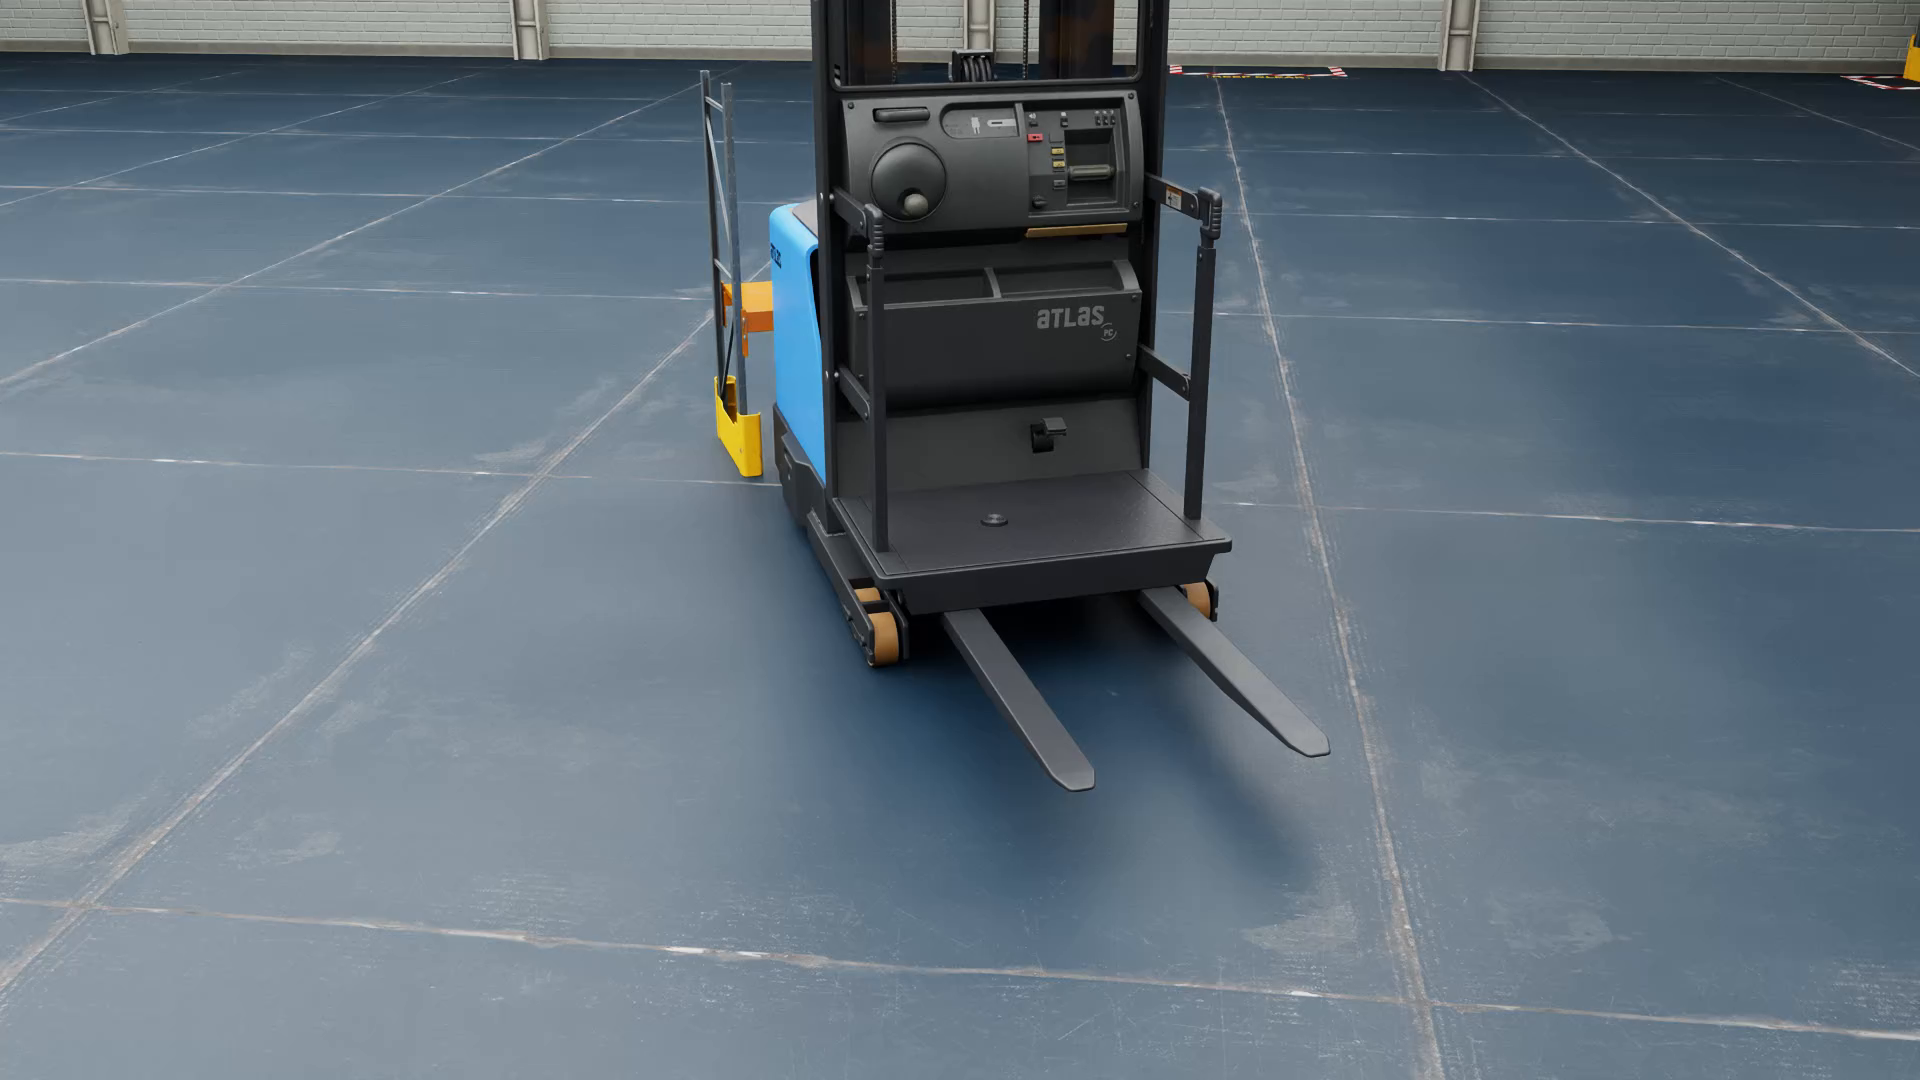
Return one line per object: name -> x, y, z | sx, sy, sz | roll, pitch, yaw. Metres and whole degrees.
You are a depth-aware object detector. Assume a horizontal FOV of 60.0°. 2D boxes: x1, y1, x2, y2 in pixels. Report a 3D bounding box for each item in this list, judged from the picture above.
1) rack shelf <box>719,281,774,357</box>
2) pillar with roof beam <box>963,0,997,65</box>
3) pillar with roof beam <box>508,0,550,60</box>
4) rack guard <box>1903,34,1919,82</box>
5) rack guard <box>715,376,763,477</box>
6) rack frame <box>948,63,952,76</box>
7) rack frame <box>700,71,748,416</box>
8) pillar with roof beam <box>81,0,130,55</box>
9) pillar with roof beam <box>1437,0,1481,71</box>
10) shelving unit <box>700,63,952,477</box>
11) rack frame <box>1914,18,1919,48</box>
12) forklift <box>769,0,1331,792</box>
rack shelf -> -0.441, -0.941, 6.768 | 1.000, 0.185, 0.538 | -7, 22, -17
pillar with roof beam -> -0.253, -8.777, 15.902 | 0.400, 9.000, 9.100 | 2, 22, 6
pillar with roof beam -> -6.211, -9.037, 16.559 | 0.400, 9.000, 9.100 | 2, 22, 6
rack guard -> 11.449, -5.589, 19.396 | 0.348, 0.500, 1.175 | 2, 22, 6
rack guard -> -0.906, -0.471, 6.791 | 0.087, 0.250, 0.587 | -7, 22, -17
rack frame -> 0.043, -1.166, 6.847 | 0.032, 1.500, 0.500 | -7, 22, -17
rack frame -> -0.925, -1.051, 6.556 | 0.032, 1.500, 0.500 | -7, 22, -17
pillar with roof beam -> -12.170, -9.297, 17.215 | 0.400, 9.000, 9.100 | 2, 22, 6
pillar with roof beam -> 5.705, -8.518, 15.245 | 0.400, 9.000, 9.100 | 2, 22, 6
shelving unit -> -0.432, -1.109, 6.704 | 1.083, 1.500, 0.587 | -7, 22, -17
rack frame -> 11.373, -6.755, 18.945 | 0.127, 3.000, 1.000 | 2, 22, 6
forklift -> 0.168, -1.143, 4.844 | 1.130, 2.935, 3.031 | -6, 22, -15
